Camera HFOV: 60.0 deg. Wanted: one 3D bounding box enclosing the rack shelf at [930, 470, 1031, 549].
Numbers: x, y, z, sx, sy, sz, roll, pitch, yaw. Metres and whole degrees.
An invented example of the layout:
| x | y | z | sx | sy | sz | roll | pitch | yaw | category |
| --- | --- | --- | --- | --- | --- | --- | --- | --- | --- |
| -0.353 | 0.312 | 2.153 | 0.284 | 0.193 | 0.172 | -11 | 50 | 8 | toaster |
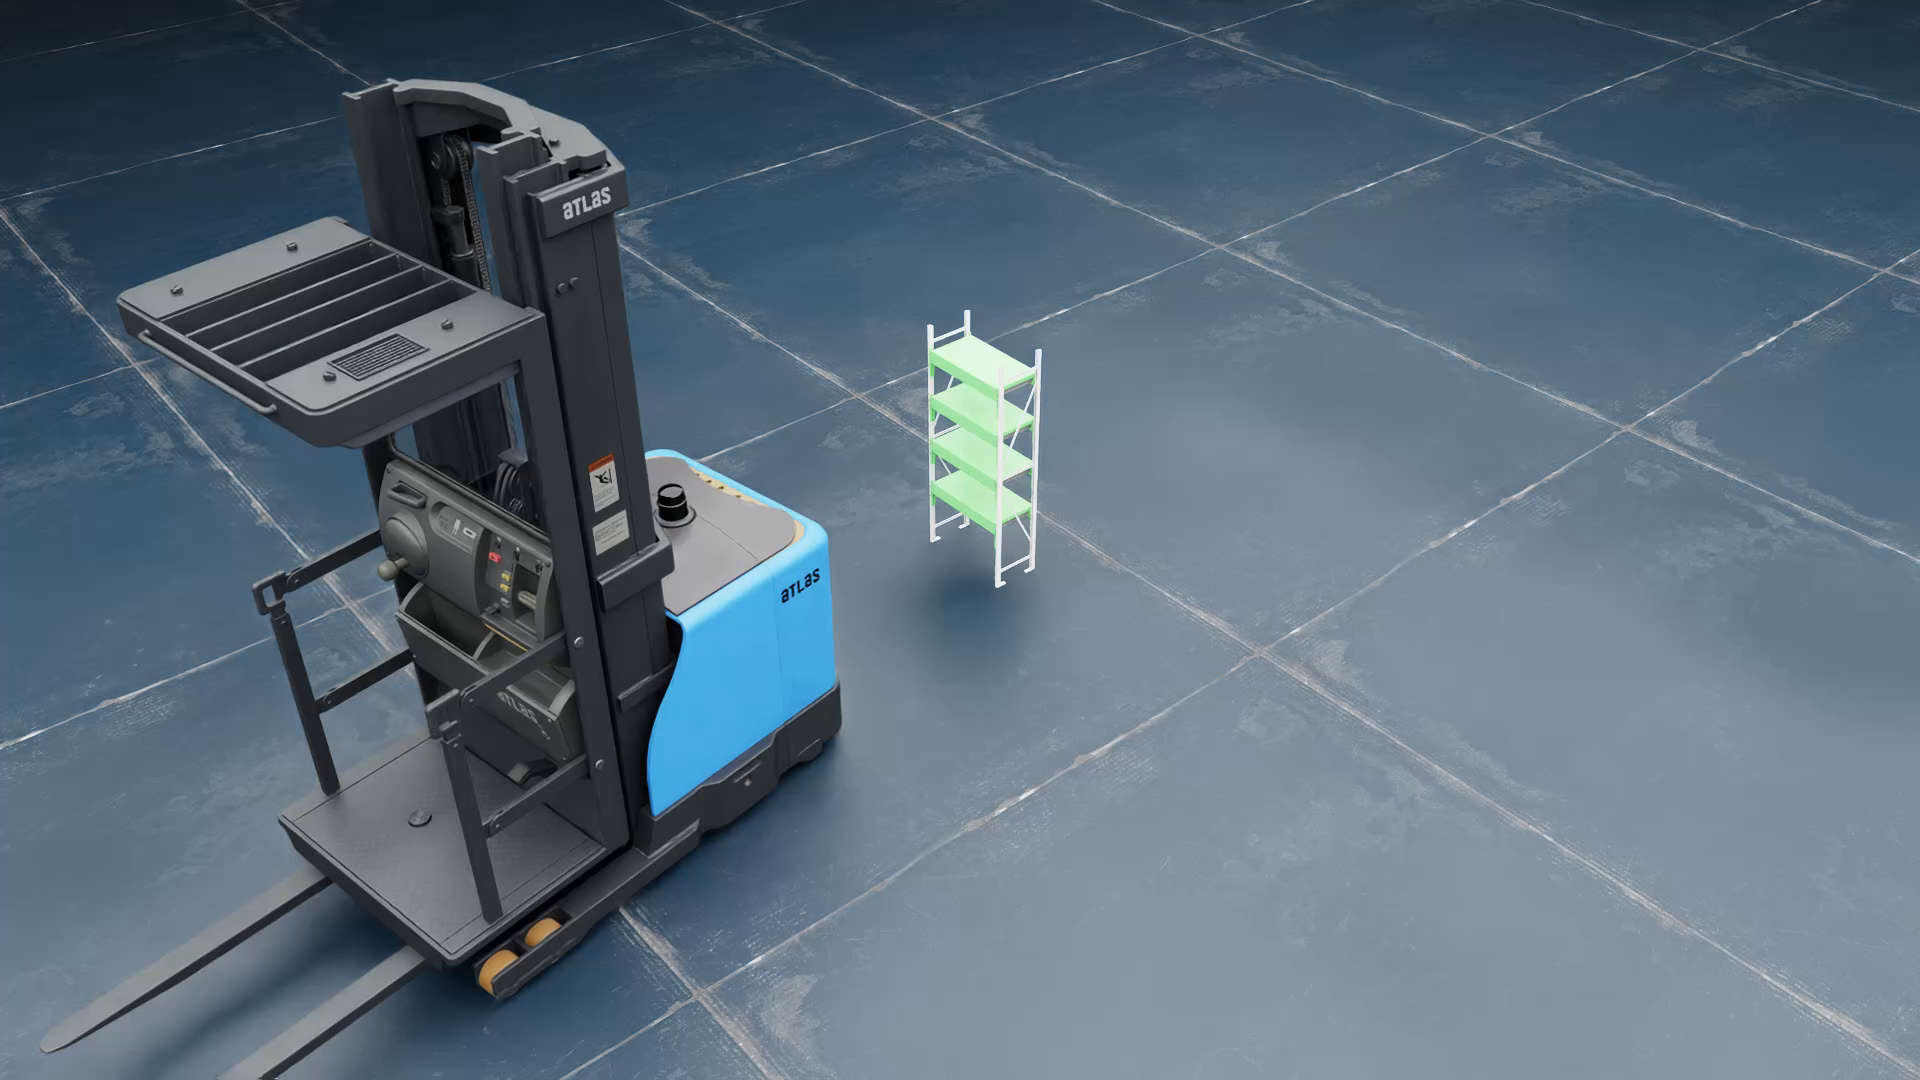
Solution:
| x | y | z | sx | sy | sz | roll | pitch | yaw | category |
| --- | --- | --- | --- | --- | --- | --- | --- | --- | --- |
| 0.107 | -0.169 | 7.976 | 0.258 | 0.148 | 0.480 | -26 | 43 | -32 | rack shelf |

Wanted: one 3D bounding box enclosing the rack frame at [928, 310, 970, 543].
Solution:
| x | y | z | sx | sy | sz | roll | pitch | yaw | category |
| --- | --- | --- | --- | --- | --- | --- | --- | --- | --- |
| -0.051 | -0.524 | 7.952 | 0.240 | 1.200 | 0.015 | -26 | 43 | -32 | rack frame |

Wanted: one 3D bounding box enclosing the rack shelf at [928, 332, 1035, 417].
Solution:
| x | y | z | sx | sy | sz | roll | pitch | yaw | category |
| --- | --- | --- | --- | --- | --- | --- | --- | --- | --- |
| 0.107 | -0.756 | 7.560 | 0.258 | 0.148 | 0.480 | -26 | 43 | -32 | rack shelf |

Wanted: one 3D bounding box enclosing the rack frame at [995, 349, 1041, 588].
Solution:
| x | y | z | sx | sy | sz | roll | pitch | yaw | category |
| --- | --- | --- | --- | --- | --- | --- | --- | --- | --- |
| 0.264 | -0.309 | 7.648 | 0.240 | 1.200 | 0.015 | -26 | 43 | -32 | rack frame |

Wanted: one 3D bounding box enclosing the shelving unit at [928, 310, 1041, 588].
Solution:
| x | y | z | sx | sy | sz | roll | pitch | yaw | category |
| --- | --- | --- | --- | --- | --- | --- | --- | --- | --- |
| 0.107 | -0.417 | 7.800 | 0.258 | 1.200 | 0.503 | -26 | 43 | -32 | shelving unit |

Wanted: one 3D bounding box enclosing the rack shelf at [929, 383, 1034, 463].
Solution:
| x | y | z | sx | sy | sz | roll | pitch | yaw | category |
| --- | --- | --- | --- | --- | --- | --- | --- | --- | --- |
| 0.107 | -0.560 | 7.698 | 0.258 | 0.148 | 0.480 | -26 | 43 | -32 | rack shelf |

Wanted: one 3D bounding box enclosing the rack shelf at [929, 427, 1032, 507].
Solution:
| x | y | z | sx | sy | sz | roll | pitch | yaw | category |
| --- | --- | --- | --- | --- | --- | --- | --- | --- | --- |
| 0.107 | -0.364 | 7.837 | 0.258 | 0.148 | 0.480 | -26 | 43 | -32 | rack shelf |

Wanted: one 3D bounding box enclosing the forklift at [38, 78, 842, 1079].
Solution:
| x | y | z | sx | sy | sz | roll | pitch | yaw | category |
| --- | --- | --- | --- | --- | --- | --- | --- | --- | --- |
| -1.829 | 0.108 | 5.561 | 1.130 | 2.935 | 3.031 | 26 | 43 | 32 | forklift |
